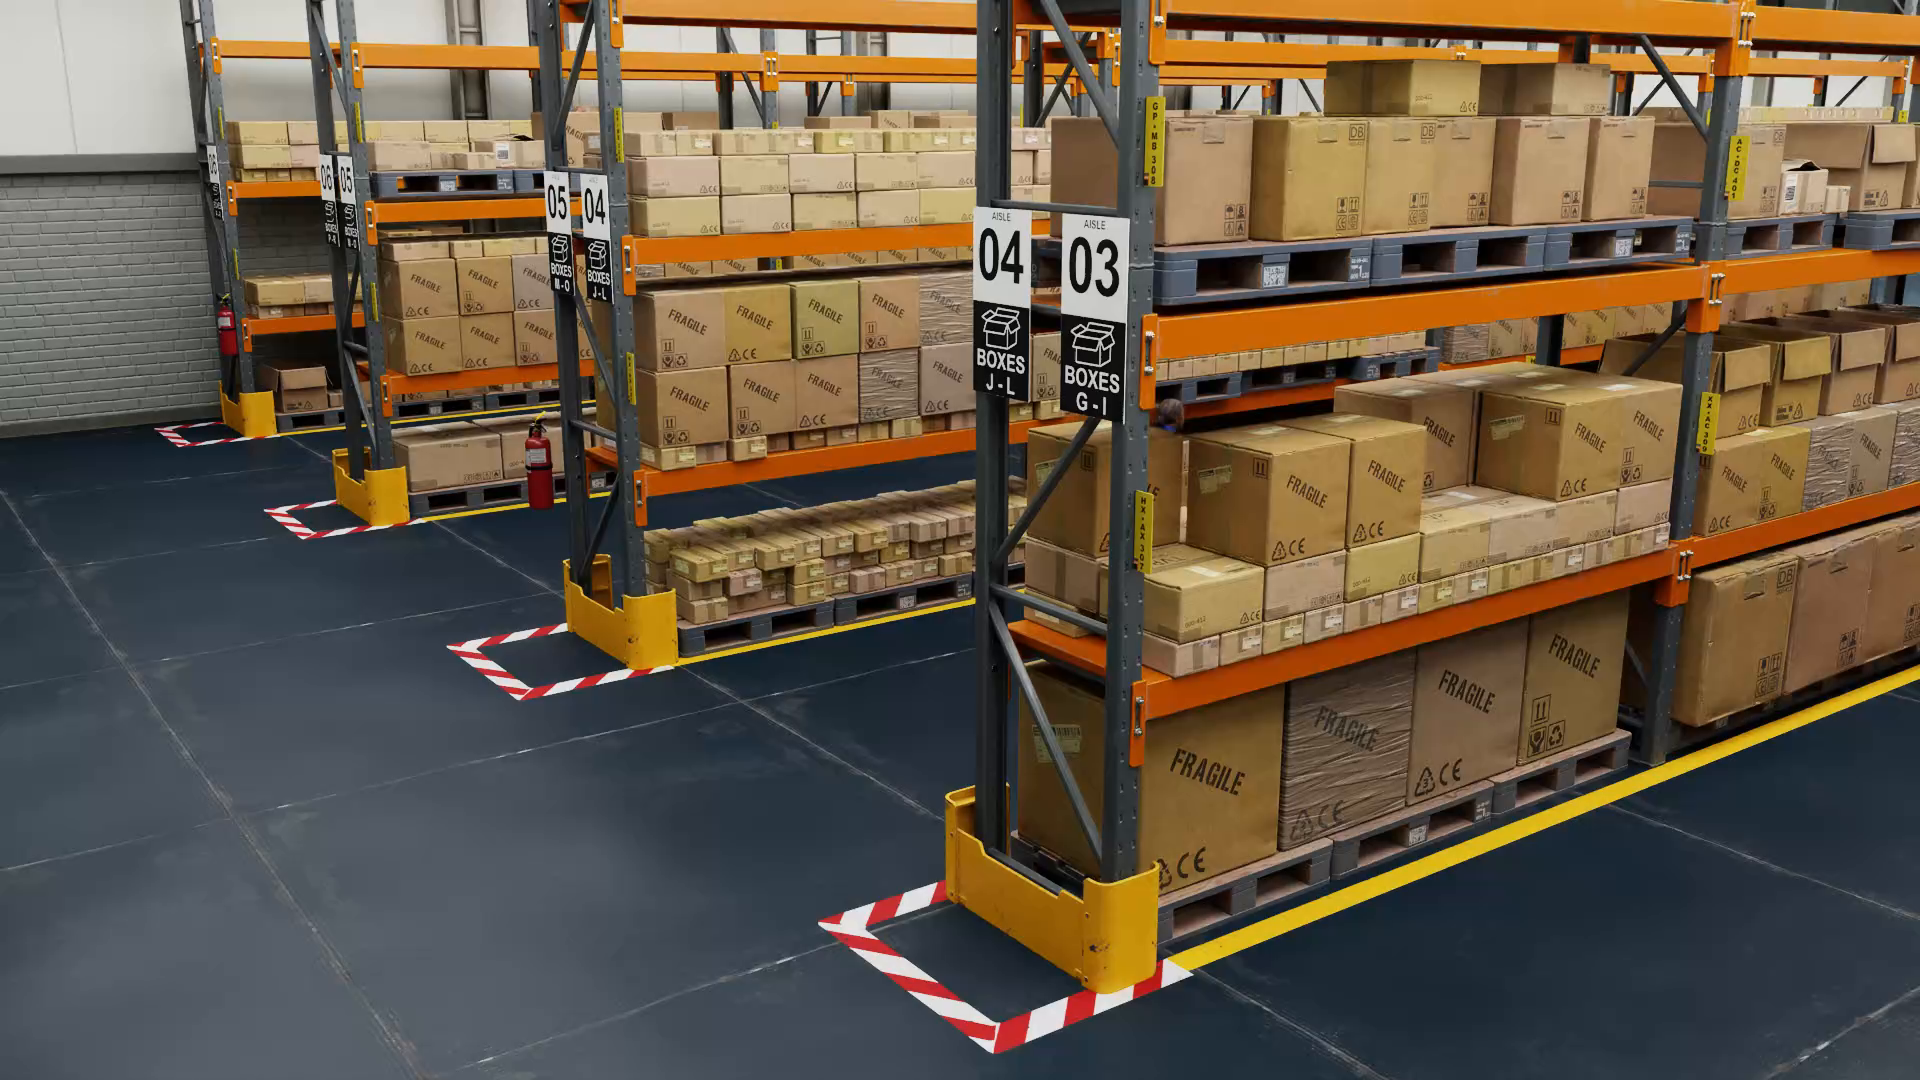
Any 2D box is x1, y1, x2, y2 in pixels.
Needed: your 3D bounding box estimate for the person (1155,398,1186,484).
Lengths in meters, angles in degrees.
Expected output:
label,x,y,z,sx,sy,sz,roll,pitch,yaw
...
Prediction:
label,x,y,z,sx,sy,sz,roll,pitch,yaw
person,1.428,-0.236,12.073,0.802,1.572,0.591,-12,19,-39
